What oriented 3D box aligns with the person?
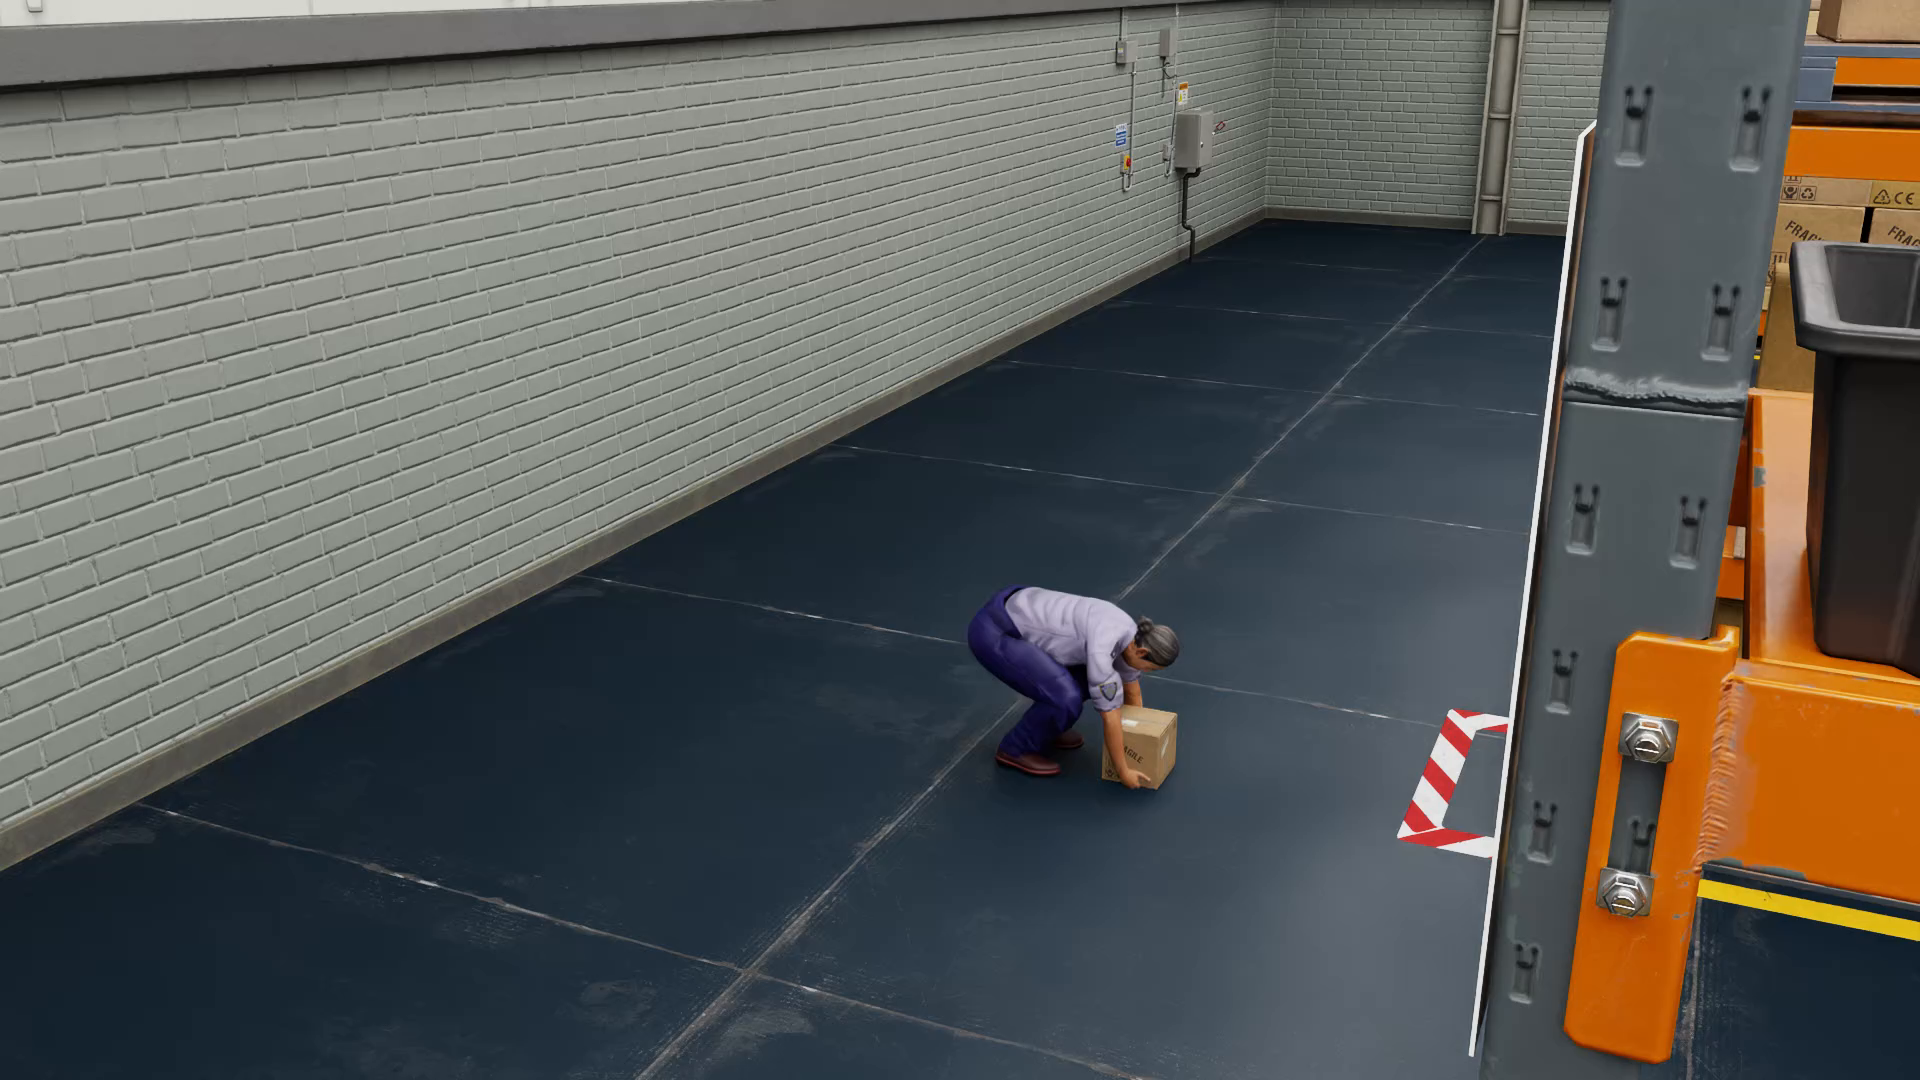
[{"bbox_3d":[0.493,0.612,7.184,0.905,0.784,0.521,8,21,21],"label":"person"}]
